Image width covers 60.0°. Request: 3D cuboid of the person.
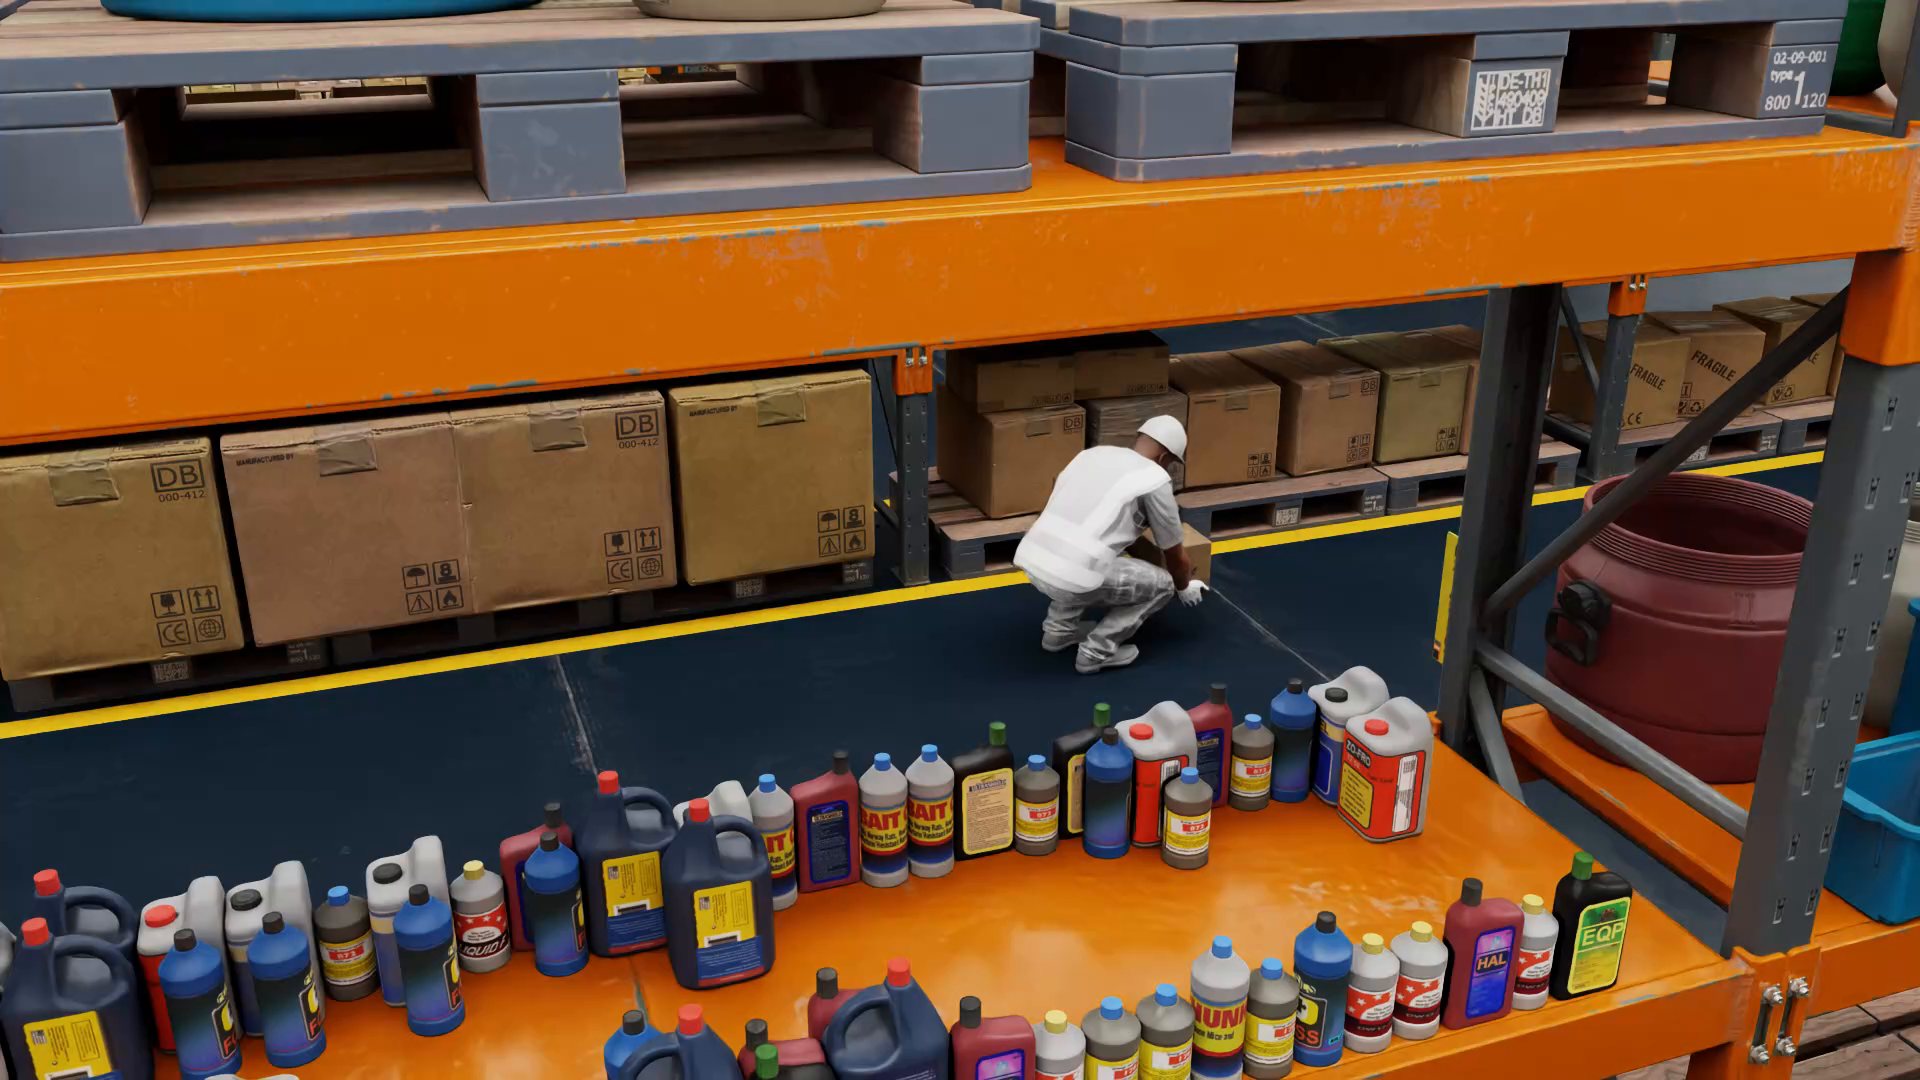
[{"bbox_3d":[0.648,0.001,7.115,0.903,0.992,0.577,-13,26,-30],"label":"person"}]
